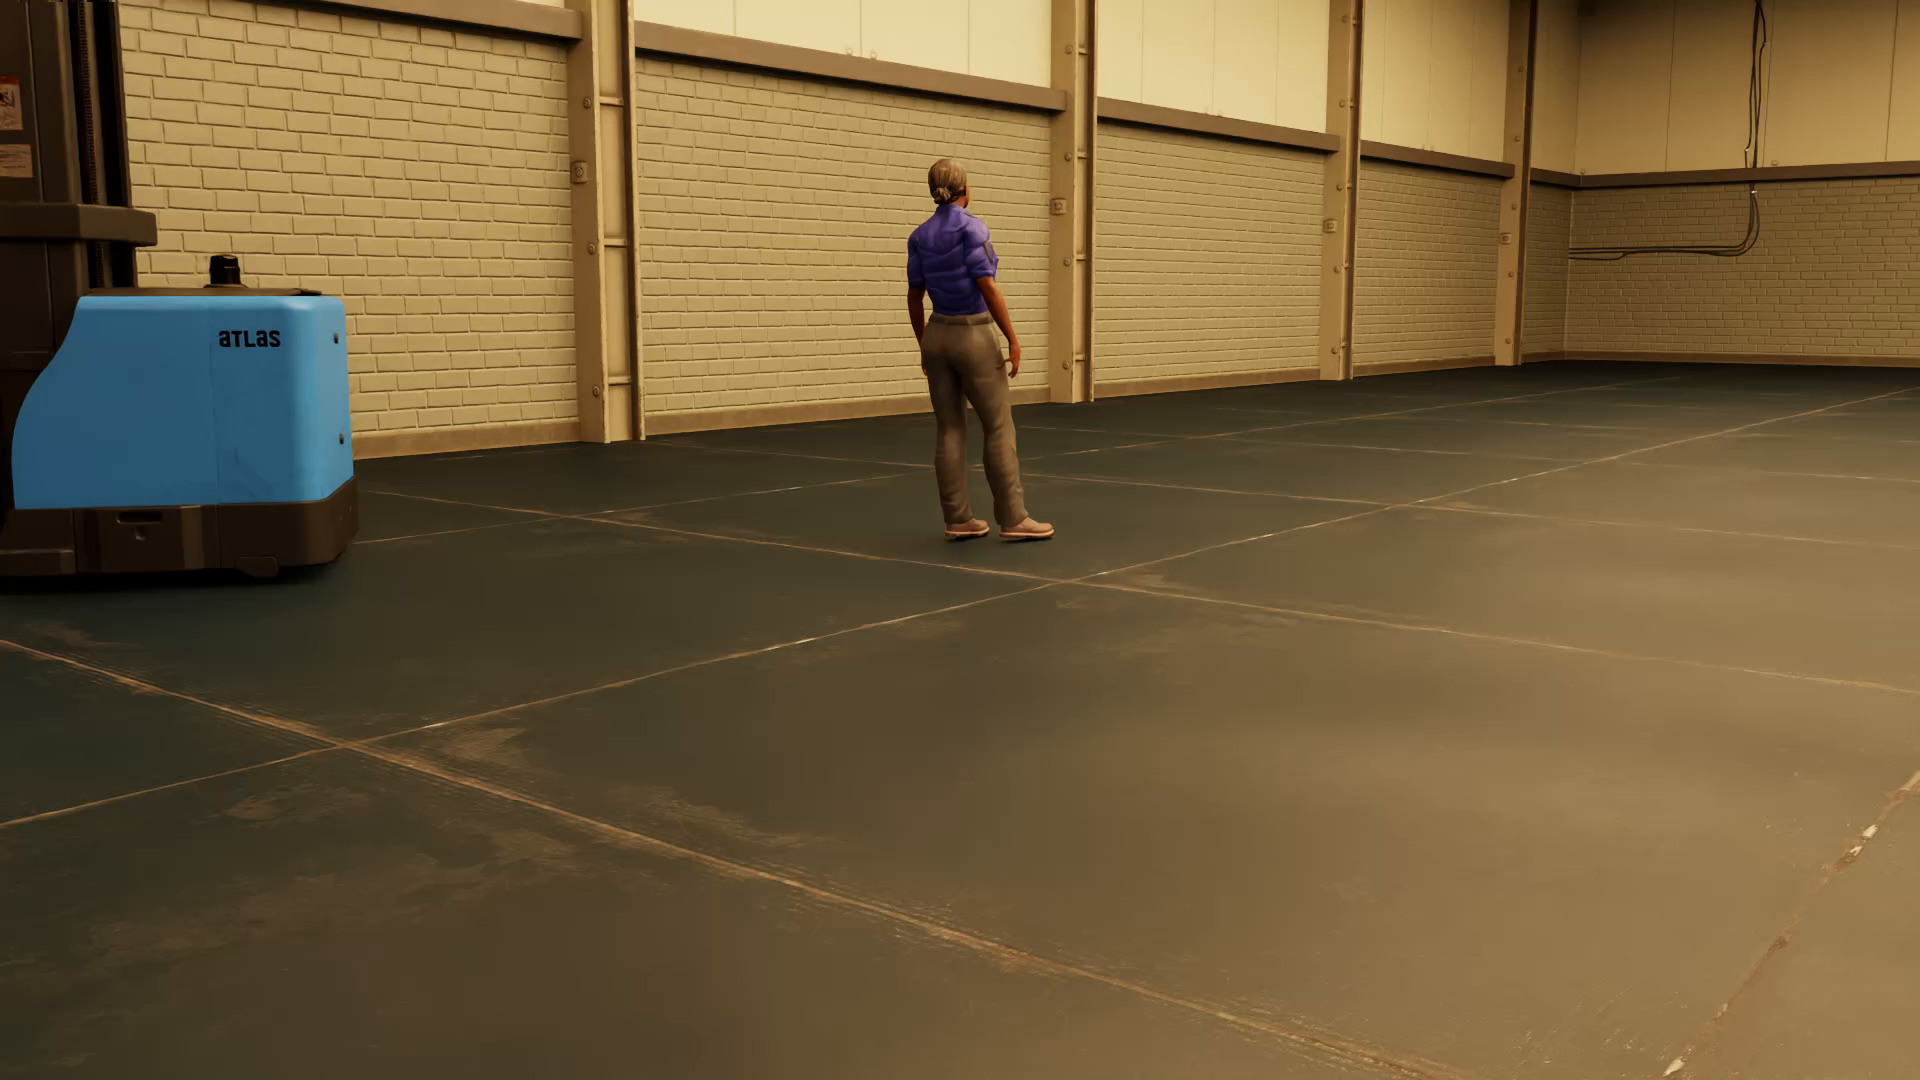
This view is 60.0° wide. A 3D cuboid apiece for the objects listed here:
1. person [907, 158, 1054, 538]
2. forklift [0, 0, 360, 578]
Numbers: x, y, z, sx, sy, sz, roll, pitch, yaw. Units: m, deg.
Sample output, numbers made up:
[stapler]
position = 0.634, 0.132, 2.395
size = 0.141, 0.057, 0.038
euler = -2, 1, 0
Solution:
[person]
position = 0.070, -0.833, 7.339
size = 0.570, 1.654, 0.504
euler = 7, 11, 38
[forklift]
position = -3.973, -1.310, 6.234
size = 3.031, 2.935, 1.130
euler = -2, 9, -13
